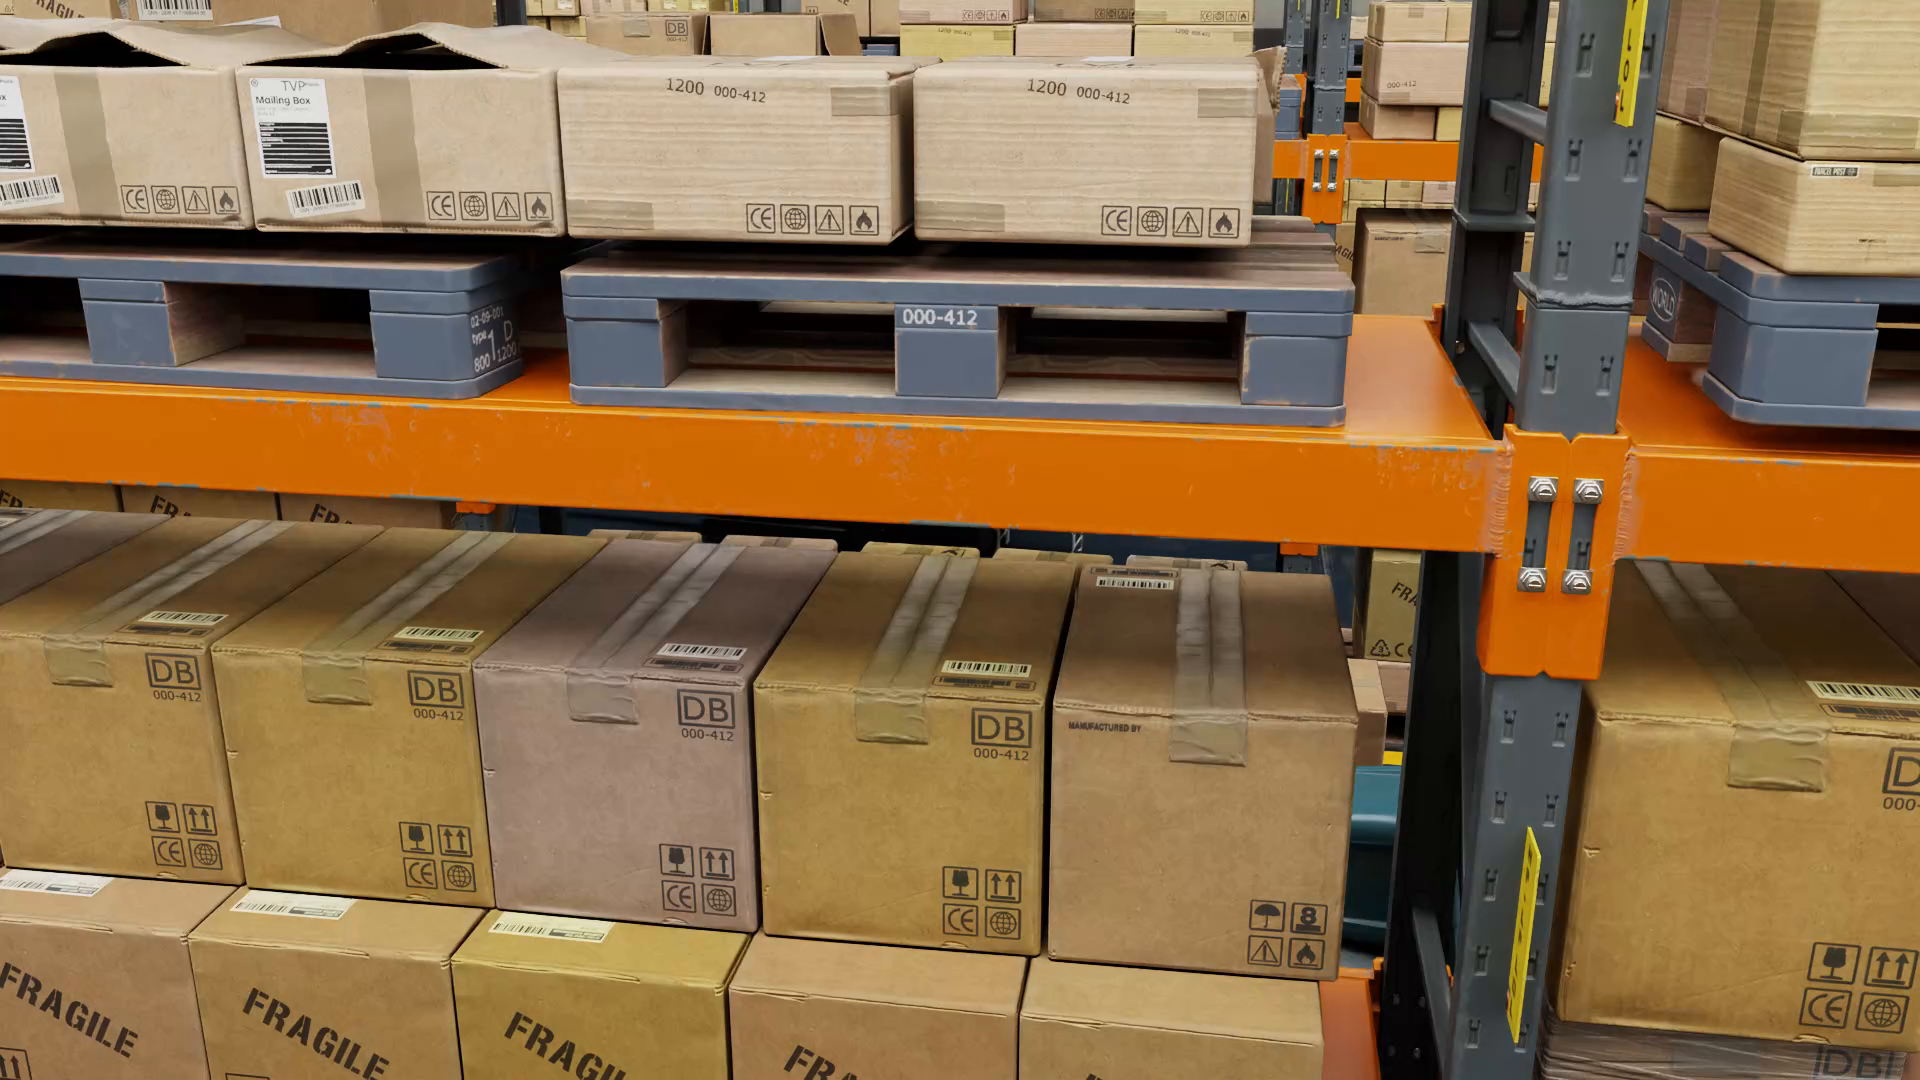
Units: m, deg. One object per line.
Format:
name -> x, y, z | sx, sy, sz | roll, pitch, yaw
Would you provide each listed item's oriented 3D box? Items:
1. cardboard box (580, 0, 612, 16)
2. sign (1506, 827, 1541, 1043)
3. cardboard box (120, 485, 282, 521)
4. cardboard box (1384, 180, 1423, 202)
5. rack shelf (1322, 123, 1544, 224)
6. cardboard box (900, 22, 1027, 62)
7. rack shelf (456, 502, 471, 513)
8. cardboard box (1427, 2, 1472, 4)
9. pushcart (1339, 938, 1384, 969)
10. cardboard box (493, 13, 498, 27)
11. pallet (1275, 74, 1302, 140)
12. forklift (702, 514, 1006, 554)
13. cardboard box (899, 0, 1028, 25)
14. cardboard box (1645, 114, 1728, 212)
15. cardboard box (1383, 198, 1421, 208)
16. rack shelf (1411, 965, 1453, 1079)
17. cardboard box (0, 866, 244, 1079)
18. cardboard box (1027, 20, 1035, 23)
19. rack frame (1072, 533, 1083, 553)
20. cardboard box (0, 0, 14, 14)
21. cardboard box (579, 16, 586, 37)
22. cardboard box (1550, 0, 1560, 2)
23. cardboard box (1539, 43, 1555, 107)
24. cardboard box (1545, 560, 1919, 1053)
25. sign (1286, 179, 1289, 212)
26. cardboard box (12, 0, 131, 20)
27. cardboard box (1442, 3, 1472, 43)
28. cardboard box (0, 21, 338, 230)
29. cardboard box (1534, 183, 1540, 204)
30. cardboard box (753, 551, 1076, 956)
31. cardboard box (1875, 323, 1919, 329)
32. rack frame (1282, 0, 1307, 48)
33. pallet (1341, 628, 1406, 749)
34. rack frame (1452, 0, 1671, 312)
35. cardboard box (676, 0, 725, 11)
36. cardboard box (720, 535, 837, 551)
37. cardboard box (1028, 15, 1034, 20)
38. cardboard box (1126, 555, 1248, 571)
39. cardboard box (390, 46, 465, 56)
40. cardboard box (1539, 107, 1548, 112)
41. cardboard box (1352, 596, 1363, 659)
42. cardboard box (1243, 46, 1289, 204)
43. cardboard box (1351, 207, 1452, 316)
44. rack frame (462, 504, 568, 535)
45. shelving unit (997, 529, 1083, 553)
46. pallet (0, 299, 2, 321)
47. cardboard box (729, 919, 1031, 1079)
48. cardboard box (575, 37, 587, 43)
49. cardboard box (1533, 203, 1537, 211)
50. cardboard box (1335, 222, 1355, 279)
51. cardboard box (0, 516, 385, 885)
cardboard box -> -2.683, -4.040, 12.561 | 0.250, 0.149, 0.380 | 3, 19, 8
sign -> 0.865, 0.608, 2.559 | 0.005, 0.325, 0.100 | 3, 19, 9
cardboard box -> -3.871, -0.107, 9.082 | 0.875, 0.875, 0.875 | 3, 19, 9
cardboard box -> 3.204, -2.555, 12.062 | 0.250, 0.149, 0.380 | 3, 19, 8
rack shelf -> 3.602, -1.588, 7.227 | 4.000, 0.370, 1.077 | 3, 19, 9
cardboard box -> 0.026, -2.195, 7.482 | 0.500, 0.250, 0.500 | 3, 19, 9
rack shelf -> -4.297, -0.568, 8.907 | 4.000, 0.370, 1.077 | 3, 19, 9
cardboard box -> 2.244, -2.352, 7.517 | 0.250, 0.149, 0.380 | 2, 19, 7
pushcart -> 1.315, 1.353, 6.164 | 0.936, 0.377, 1.648 | -3, 19, -10
cardboard box -> -3.643, -4.060, 13.060 | 0.250, 0.149, 0.380 | 3, 19, 9
pallet -> 1.035, -2.005, 7.636 | 1.003, 0.211, 1.213 | 3, 19, 9
forklift -> -1.159, -1.520, 10.725 | 3.031, 2.935, 1.130 | 6, 19, 16
cardboard box -> 0.024, -2.428, 7.393 | 0.500, 0.250, 0.500 | 3, 19, 10
cardboard box -> 1.352, -0.683, 2.966 | 0.250, 0.149, 0.380 | 3, 19, 8
cardboard box -> 3.201, -2.402, 12.075 | 0.250, 0.149, 0.380 | 3, 19, 9
rack shelf -> 2.917, 1.391, 3.053 | 4.000, 0.370, 1.077 | 3, 19, 9
cardboard box -> -1.607, 0.857, 3.355 | 0.500, 0.500, 0.500 | 3, 19, 9
cardboard box -> 0.112, -2.356, 7.965 | 0.500, 0.250, 0.500 | 3, 19, 8
rack frame -> 0.743, -0.476, 10.336 | 0.015, 1.200, 0.240 | 6, 19, 16
cardboard box -> -7.537, -4.320, 13.239 | 0.500, 0.250, 0.500 | 3, 19, 10
cardboard box -> -2.687, -3.886, 12.570 | 0.250, 0.149, 0.380 | 3, 19, 9
cardboard box -> 4.318, -3.749, 11.572 | 0.637, 0.503, 0.797 | 4, 19, 10
cardboard box -> 2.529, -1.968, 6.999 | 0.500, 0.250, 0.500 | 3, 19, 8
cardboard box -> 1.301, 0.395, 2.957 | 0.550, 0.550, 0.875 | 3, 19, 9
sign -> 2.334, -2.503, 11.857 | 0.005, 0.325, 0.100 | 3, 19, 9
cardboard box -> -4.108, -2.475, 7.927 | 0.500, 0.500, 0.500 | 3, 19, 9
cardboard box -> 2.148, -2.166, 6.963 | 0.250, 0.149, 0.380 | 3, 19, 10
cardboard box -> -1.326, -0.723, 2.830 | 0.500, 0.311, 0.500 | 3, 19, 8
cardboard box -> 4.212, -2.502, 11.906 | 0.250, 0.149, 0.380 | 3, 19, 9
cardboard box -> -0.057, 0.379, 3.210 | 0.500, 0.500, 0.700 | 3, 19, 8
cardboard box -> 4.019, -1.047, 7.003 | 0.500, 0.500, 0.700 | 3, 19, 8
rack frame -> 2.411, -5.007, 11.586 | 0.127, 3.000, 1.000 | 3, 19, 9
pallet -> 2.296, 0.738, 8.265 | 1.213, 0.211, 1.003 | 3, 19, 9
rack frame -> 0.942, -1.896, 2.288 | 0.127, 3.000, 1.000 | 3, 19, 9
cardboard box -> -1.925, -3.970, 12.352 | 0.250, 0.149, 0.380 | 4, 19, 10
cardboard box -> -1.036, 0.305, 8.644 | 0.625, 0.372, 0.950 | 3, 19, 8
cardboard box -> 0.516, -3.711, 12.017 | 0.250, 0.149, 0.380 | 3, 19, 8
cardboard box -> 1.109, 0.414, 8.317 | 0.625, 0.372, 0.950 | 3, 19, 9
cardboard box -> -0.872, -0.817, 3.183 | 0.258, 0.266, 0.396 | 3, 19, 9
cardboard box -> 2.408, -1.809, 7.152 | 0.250, 0.149, 0.380 | 3, 19, 9
cardboard box -> 2.254, 0.443, 8.422 | 0.500, 0.250, 0.500 | 4, 19, 11
cardboard box -> 0.385, -0.765, 3.027 | 0.396, 0.266, 0.258 | 3, 19, 8
cardboard box -> 2.027, -1.180, 7.399 | 0.500, 0.500, 0.700 | 3, 19, 8
rack frame -> -2.322, -0.808, 8.492 | 0.127, 3.000, 1.000 | 3, 19, 9
shelving unit -> 0.510, -0.499, 10.405 | 0.503, 1.200, 0.258 | 6, 19, 16
pallet -> -2.363, -0.570, 3.349 | 1.003, 0.211, 1.213 | 4, 19, 11
cardboard box -> -0.115, 0.933, 3.128 | 0.500, 0.500, 0.500 | 3, 19, 8
cardboard box -> -2.580, -3.690, 12.612 | 0.500, 0.250, 0.500 | 3, 19, 9
cardboard box -> 4.207, -2.335, 11.874 | 0.250, 0.149, 0.380 | 3, 19, 8
cardboard box -> 2.808, -2.106, 12.211 | 0.500, 0.500, 0.500 | 2, 19, 7
cardboard box -> -1.559, 0.302, 3.440 | 0.500, 0.500, 0.700 | 3, 19, 8
